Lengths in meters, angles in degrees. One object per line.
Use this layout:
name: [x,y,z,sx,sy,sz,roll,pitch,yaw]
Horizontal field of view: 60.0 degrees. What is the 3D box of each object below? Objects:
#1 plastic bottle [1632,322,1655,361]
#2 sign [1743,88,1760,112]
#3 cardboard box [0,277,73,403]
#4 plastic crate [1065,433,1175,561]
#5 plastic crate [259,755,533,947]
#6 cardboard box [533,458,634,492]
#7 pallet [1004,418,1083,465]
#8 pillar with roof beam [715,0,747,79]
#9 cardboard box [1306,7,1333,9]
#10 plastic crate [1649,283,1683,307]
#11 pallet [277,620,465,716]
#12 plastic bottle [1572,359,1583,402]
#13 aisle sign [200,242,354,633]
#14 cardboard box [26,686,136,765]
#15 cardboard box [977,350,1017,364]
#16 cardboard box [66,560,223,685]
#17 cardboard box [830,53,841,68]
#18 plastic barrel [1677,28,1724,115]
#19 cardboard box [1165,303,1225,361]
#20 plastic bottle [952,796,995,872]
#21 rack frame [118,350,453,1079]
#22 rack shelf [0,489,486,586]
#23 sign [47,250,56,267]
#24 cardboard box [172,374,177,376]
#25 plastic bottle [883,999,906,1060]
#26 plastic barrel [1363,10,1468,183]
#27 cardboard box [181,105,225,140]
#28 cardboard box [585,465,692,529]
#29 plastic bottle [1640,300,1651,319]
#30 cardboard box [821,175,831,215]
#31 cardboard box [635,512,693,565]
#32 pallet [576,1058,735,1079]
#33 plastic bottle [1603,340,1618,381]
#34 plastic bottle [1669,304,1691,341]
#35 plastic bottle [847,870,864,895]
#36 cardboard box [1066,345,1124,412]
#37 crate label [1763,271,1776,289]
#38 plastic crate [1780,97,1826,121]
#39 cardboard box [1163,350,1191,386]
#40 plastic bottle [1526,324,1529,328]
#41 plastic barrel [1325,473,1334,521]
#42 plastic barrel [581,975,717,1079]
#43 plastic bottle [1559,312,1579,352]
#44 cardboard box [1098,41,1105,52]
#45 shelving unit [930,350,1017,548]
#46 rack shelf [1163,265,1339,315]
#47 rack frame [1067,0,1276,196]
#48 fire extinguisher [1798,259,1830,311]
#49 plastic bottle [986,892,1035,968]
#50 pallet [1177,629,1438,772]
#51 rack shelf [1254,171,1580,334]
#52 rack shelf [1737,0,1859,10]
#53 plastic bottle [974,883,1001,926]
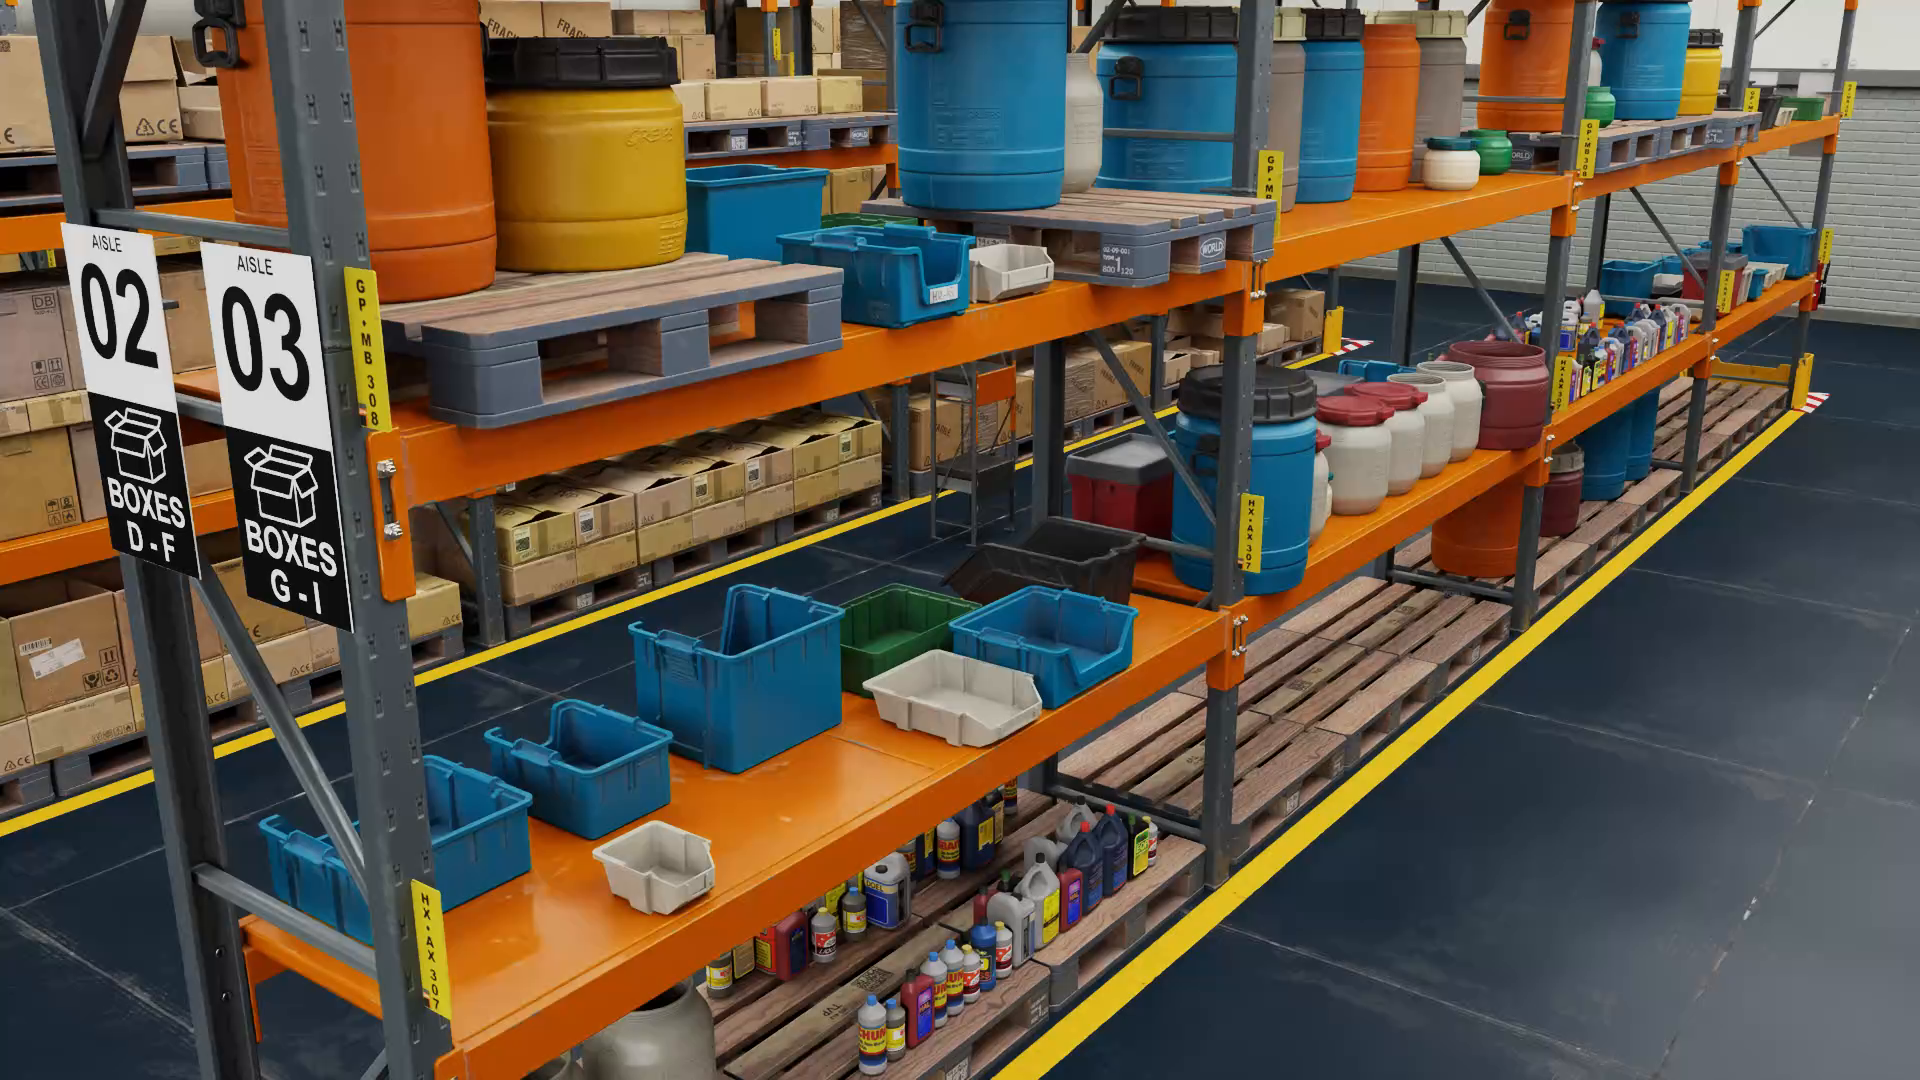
plastic bottle: [4.948,-1.451,12.069,0.152,0.276,0.135,12,21,35]
sign: [5.962,-3.240,12.546,0.100,0.325,0.005,12,21,35]
cardboard box: [-4.676,-0.954,7.902,0.700,0.500,0.500,13,21,35]
plastic crate: [0.798,-0.195,7.707,0.402,0.464,0.583,12,21,35]
plastic crate: [-1.570,0.856,4.679,0.499,0.251,0.616,12,21,35]
cardboard box: [-2.606,-0.417,11.512,0.500,0.311,0.500,12,21,35]
pallet: [0.365,-0.953,14.957,1.003,0.211,1.213,12,21,35]
pillar with roof beam: [0.745,-6.075,16.634,9.100,9.000,0.400,12,21,35]
cardboard box: [3.636,-5.562,18.185,0.700,0.500,0.500,12,21,35]
plastic crate: [5.973,-2.112,14.350,0.437,0.125,0.590,12,21,35]
pallet: [-3.728,0.642,9.820,1.003,0.211,1.213,12,21,35]
plastic bottle: [3.931,-1.045,10.760,0.152,0.276,0.135,12,21,35]
aisle sign: [-1.436,-0.215,3.495,0.394,0.787,0.004,12,21,35]
cardboard box: [-4.513,0.867,8.323,0.500,0.250,0.500,12,21,35]
cardboard box: [0.168,-1.721,14.938,0.500,0.250,0.500,12,21,34]
cardboard box: [-4.210,0.390,8.592,0.500,0.500,0.500,12,21,35]
cardboard box: [-1.496,-5.497,19.207,0.500,0.250,0.500,12,21,34]
plastic barrel: [5.141,-3.370,11.956,0.600,0.588,0.600,0,17,0]
cardboard box: [2.661,-2.243,17.877,0.797,0.503,0.637,12,21,35]
plastic bottle: [0.057,1.204,7.033,0.144,0.351,0.185,12,21,35]
rack frame: [-1.628,0.957,4.103,1.000,3.000,0.127,12,21,35]
rack shelf: [-4.413,-0.052,8.565,1.077,0.370,4.000,12,21,35]
sign: [-6.761,-2.065,12.377,0.100,0.325,0.005,12,21,35]
cardboard box: [-4.124,-0.760,8.372,0.380,0.149,0.250,13,22,36]
plastic bottle: [-0.236,1.682,5.745,0.097,0.201,0.097,0,17,0]
plastic barrel: [2.475,-2.463,9.213,0.600,0.901,0.600,0,17,0]
cardboard box: [-3.720,-2.116,8.421,0.380,0.149,0.250,12,21,35]
cardboard box: [-2.165,-0.323,11.208,0.500,0.311,0.500,12,21,33]
plastic bottle: [5.121,-1.626,12.505,0.144,0.351,0.185,12,21,35]
cardboard box: [-2.098,-3.921,19.306,0.980,0.700,0.700,13,21,36]
cardboard box: [-2.170,-0.057,11.296,0.500,0.250,0.500,12,21,33]
pallet: [-1.133,2.070,5.222,1.003,0.211,1.213,12,21,35]
plastic bottle: [4.435,-1.230,11.365,0.097,0.271,0.097,0,17,0]
plastic bottle: [5.546,-1.690,12.839,0.152,0.276,0.135,12,21,35]
plastic bottle: [-0.425,1.325,6.645,0.144,0.351,0.185,12,21,34]
cardboard box: [1.181,-1.509,15.518,0.500,0.500,0.500,13,21,35]
crate label: [7.234,-2.393,15.235,0.396,0.136,0.243,12,21,35]
plastic crate: [7.547,-3.899,15.042,0.450,0.188,0.336,12,21,35]
cardboard box: [1.970,-1.765,16.660,0.500,0.311,0.500,12,21,35]
plastic bottle: [4.101,-1.475,12.151,0.097,0.271,0.097,0,17,0]
plastic barrel: [1.667,-0.217,8.119,0.301,0.262,0.301,0,17,0]
plastic barrel: [-0.999,1.655,5.342,0.421,0.512,0.421,0,17,0]
plastic bottle: [4.510,-1.551,12.390,0.152,0.276,0.135,12,21,35]
cardboard box: [1.186,-4.399,15.247,0.600,0.600,0.600,10,20,30]
shelving unit: [0.099,-1.042,12.059,0.431,2.100,0.503,12,21,35]
rack shelf: [2.737,-2.910,17.769,1.077,0.370,4.000,12,21,35]
rack frame: [0.755,-2.860,6.281,1.000,3.000,0.127,12,21,35]
fire extinguisher: [8.360,-2.594,16.298,0.296,0.674,0.183,12,21,35]
plastic bottle: [0.196,1.460,6.334,0.152,0.276,0.135,13,21,36]
pallet: [1.918,0.851,9.148,1.003,0.211,1.213,12,21,35]
rack shelf: [1.947,-1.561,8.367,1.077,0.370,4.000,12,21,35]
rack shelf: [6.713,-4.708,14.117,1.077,0.370,4.000,12,21,35]
plastic bottle: [0.110,1.438,6.393,0.061,0.283,0.133,12,21,35]
